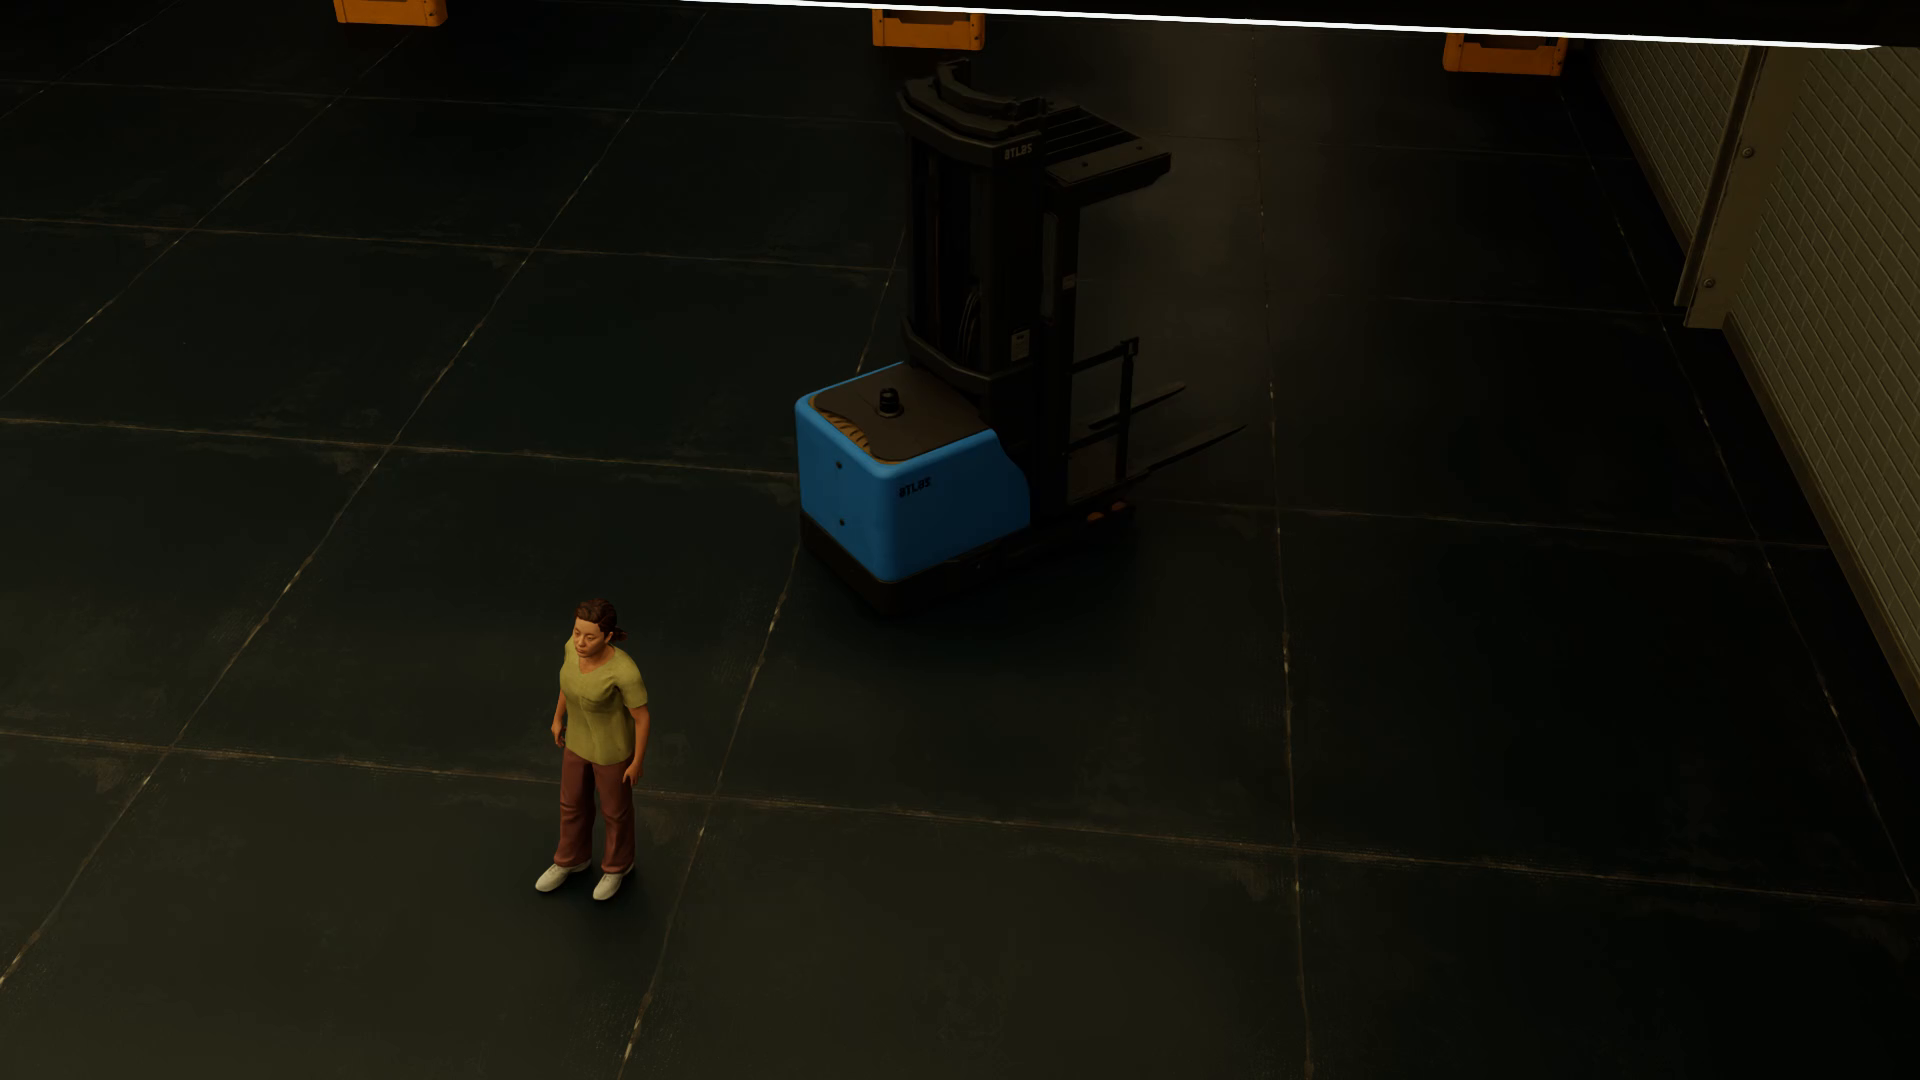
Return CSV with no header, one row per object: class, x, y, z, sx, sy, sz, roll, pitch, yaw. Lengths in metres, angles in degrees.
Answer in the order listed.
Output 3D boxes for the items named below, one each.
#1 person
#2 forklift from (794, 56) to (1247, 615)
person,-1.719,0.998,7.724,0.553,1.674,0.549,21,41,26
forklift,0.501,-1.426,9.964,3.031,2.935,1.130,-23,42,-28
